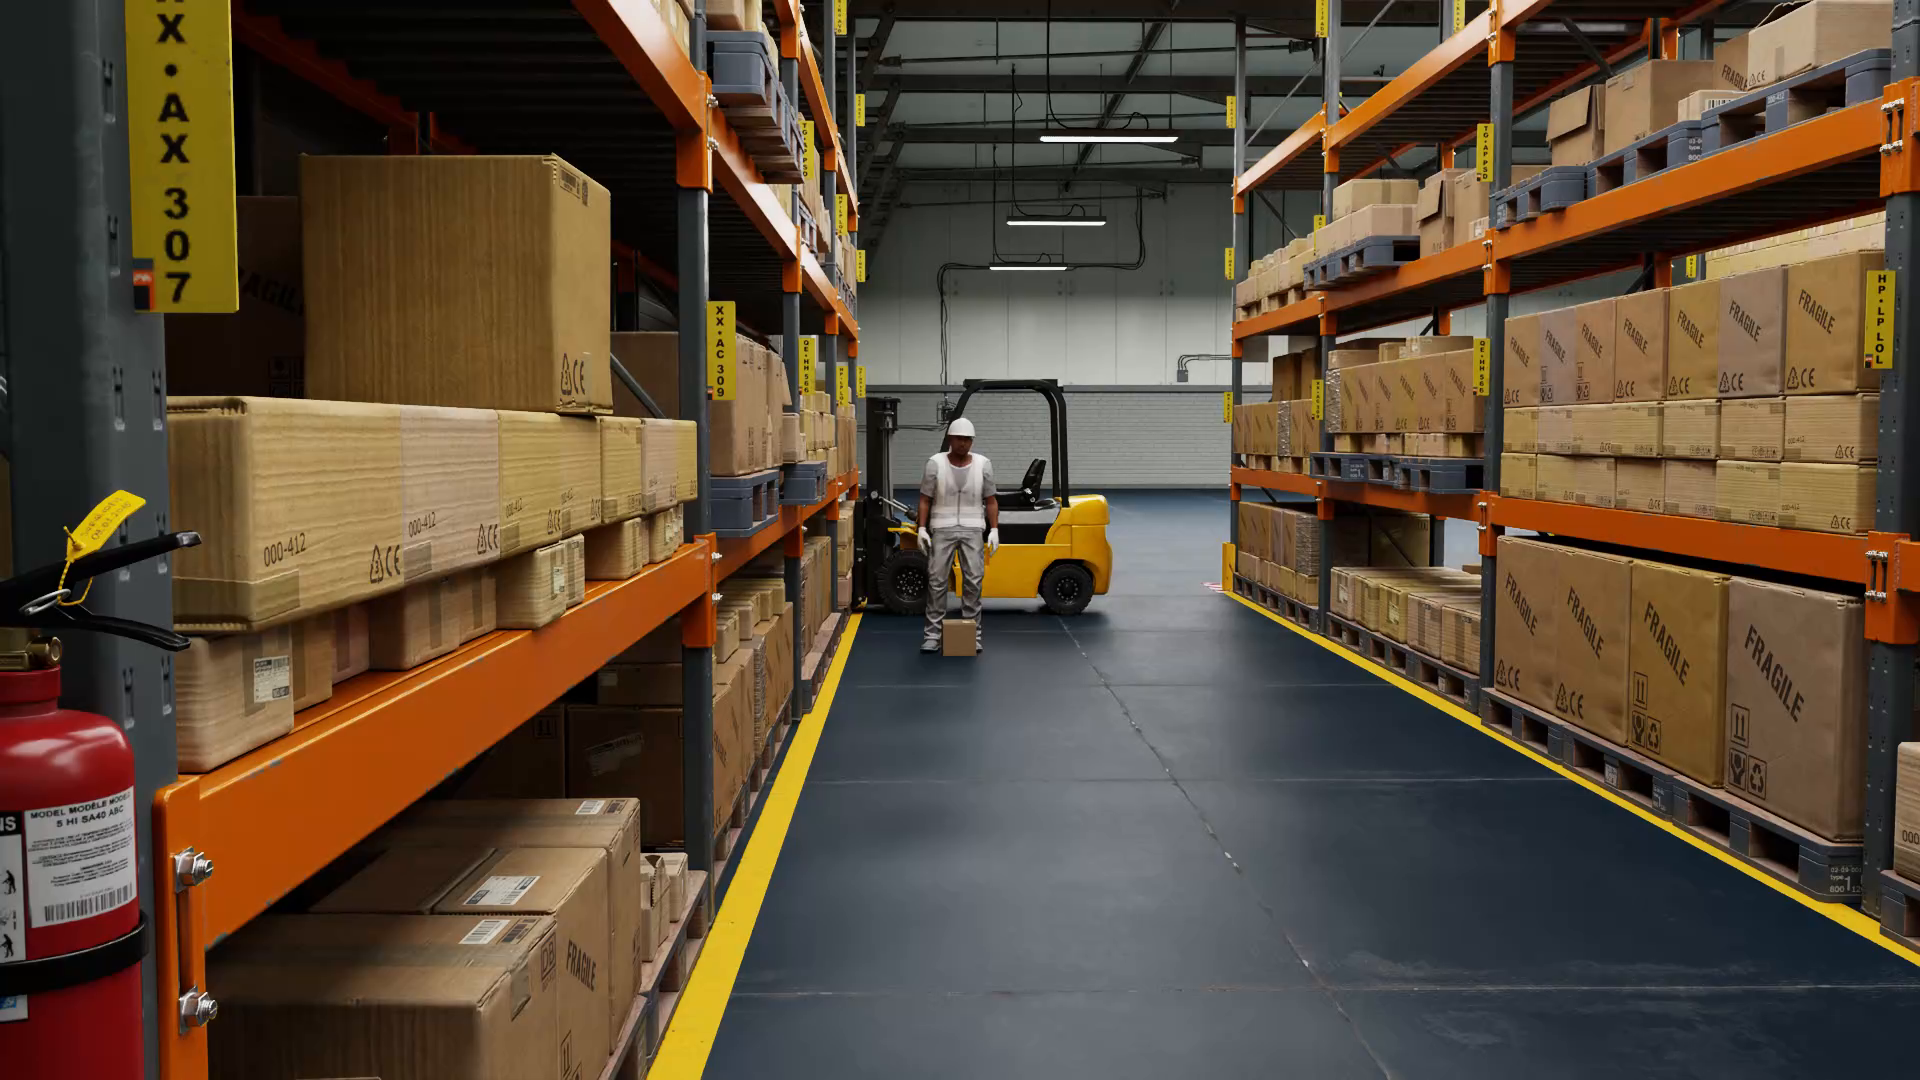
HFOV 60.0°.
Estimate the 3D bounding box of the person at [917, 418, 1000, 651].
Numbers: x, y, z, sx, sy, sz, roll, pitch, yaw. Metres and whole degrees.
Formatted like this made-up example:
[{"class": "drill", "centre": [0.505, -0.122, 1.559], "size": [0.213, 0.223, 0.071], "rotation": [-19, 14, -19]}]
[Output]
[{"class": "person", "centre": [-0.014, -0.039, 12.683], "size": [0.632, 1.776, 0.444], "rotation": [0, 4, -4]}]
